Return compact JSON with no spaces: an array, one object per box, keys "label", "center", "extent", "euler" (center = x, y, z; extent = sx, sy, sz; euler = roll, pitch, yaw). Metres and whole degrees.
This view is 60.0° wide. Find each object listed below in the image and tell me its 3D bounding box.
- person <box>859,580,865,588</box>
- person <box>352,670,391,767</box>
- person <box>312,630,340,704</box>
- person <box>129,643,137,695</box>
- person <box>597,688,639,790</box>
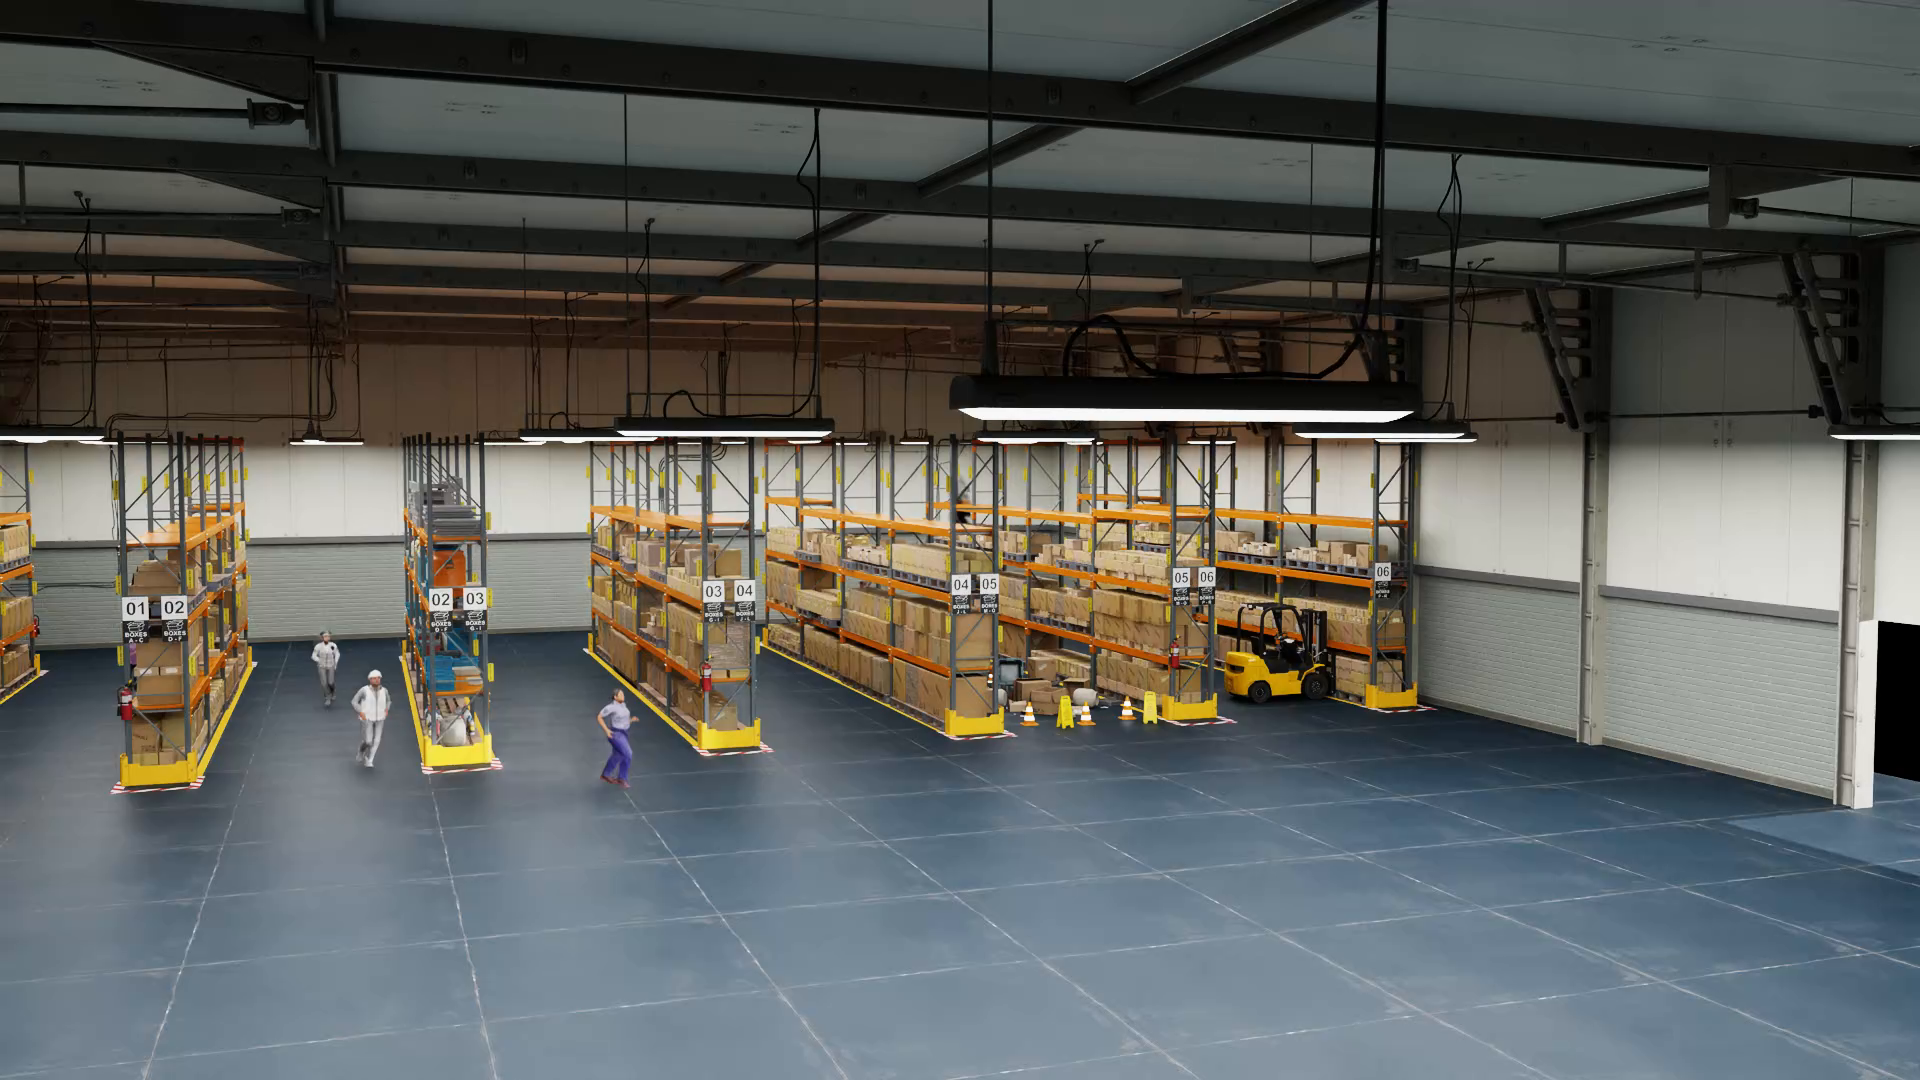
[{"label":"person","center":[-2.808,1.987,47.217],"extent":[0.639,1.725,0.535],"euler":[-1,3,-23]},{"label":"person","center":[-10.528,3.202,29.859],"extent":[0.683,1.730,0.586],"euler":[-3,4,-42]},{"label":"person","center":[-14.099,2.841,36.994],"extent":[0.597,1.656,0.539],"euler":[-1,3,-24]},{"label":"person","center":[-18.744,2.838,37.728],"extent":[0.538,1.635,0.770],"euler":[-1,3,-14]},{"label":"person","center":[-5.753,3.354,28.036],"extent":[0.721,1.709,0.574],"euler":[1,3,11]}]
